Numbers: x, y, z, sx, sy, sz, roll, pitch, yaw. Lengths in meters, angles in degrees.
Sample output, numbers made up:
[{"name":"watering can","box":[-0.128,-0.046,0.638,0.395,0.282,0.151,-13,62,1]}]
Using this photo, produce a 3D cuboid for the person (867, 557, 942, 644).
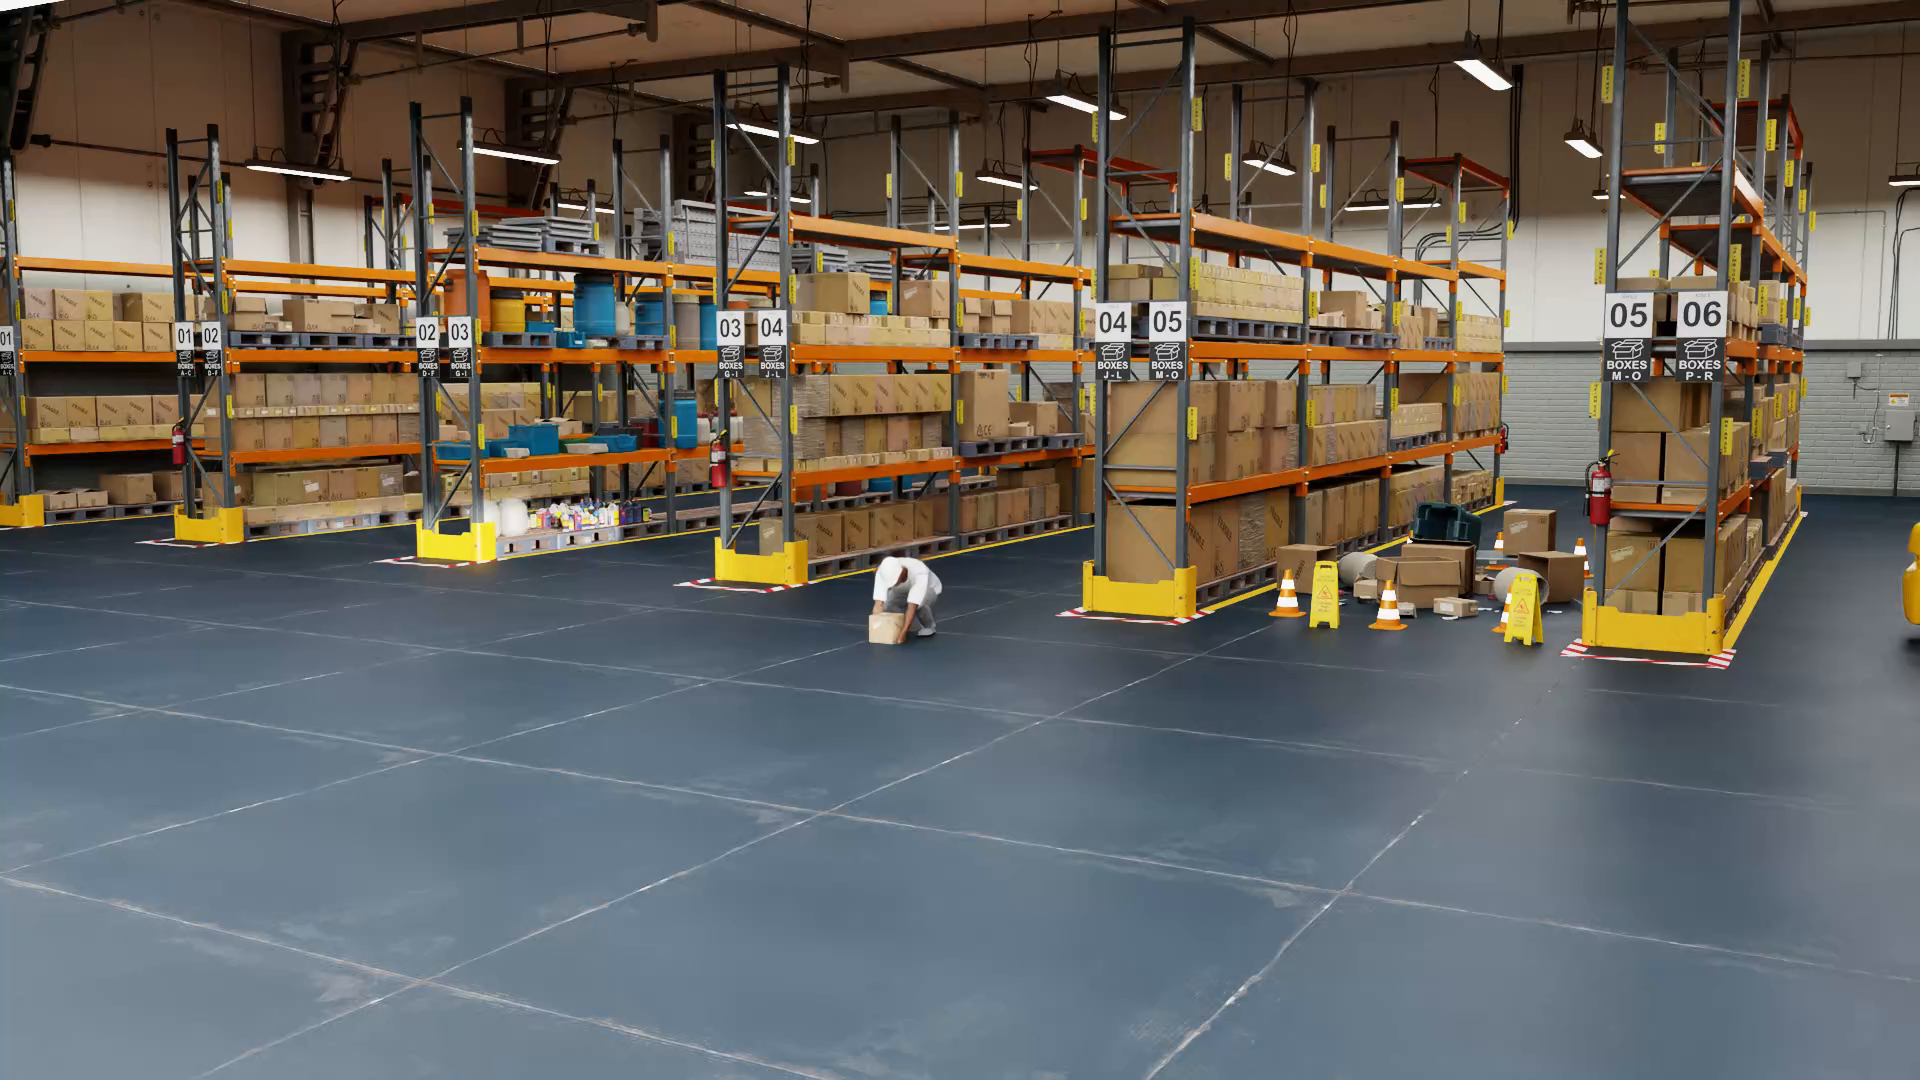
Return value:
[{"name":"person","box":[-0.499,0.565,15.697,0.541,0.890,0.922,3,7,28]}]
